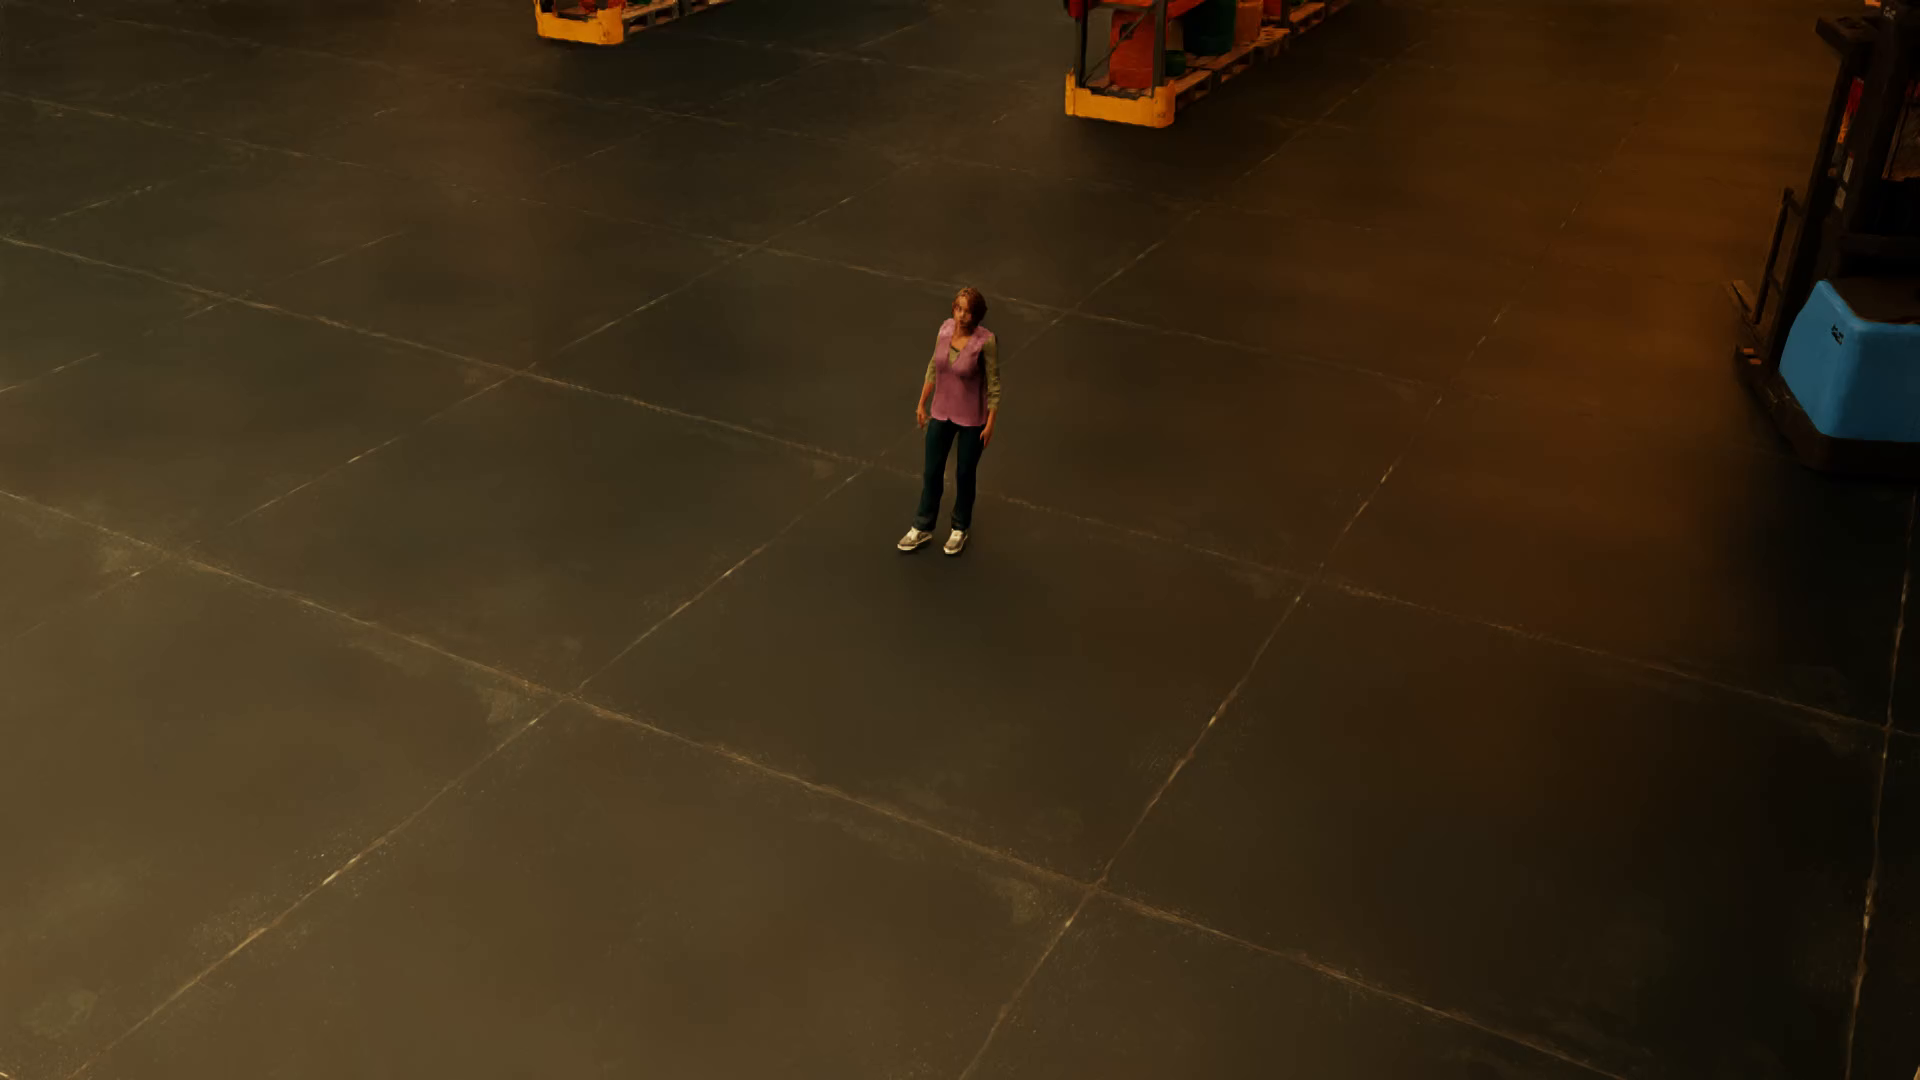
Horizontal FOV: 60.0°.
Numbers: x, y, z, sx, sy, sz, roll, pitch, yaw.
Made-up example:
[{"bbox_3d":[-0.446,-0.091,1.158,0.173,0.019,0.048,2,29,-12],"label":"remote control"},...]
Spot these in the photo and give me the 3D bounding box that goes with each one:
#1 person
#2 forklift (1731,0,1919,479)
[{"bbox_3d":[-0.048,-0.669,9.550,0.520,1.597,0.474,15,33,25],"label":"person"},{"bbox_3d":[6.186,-2.352,11.147,1.130,2.935,3.031,4,30,8],"label":"forklift"}]
